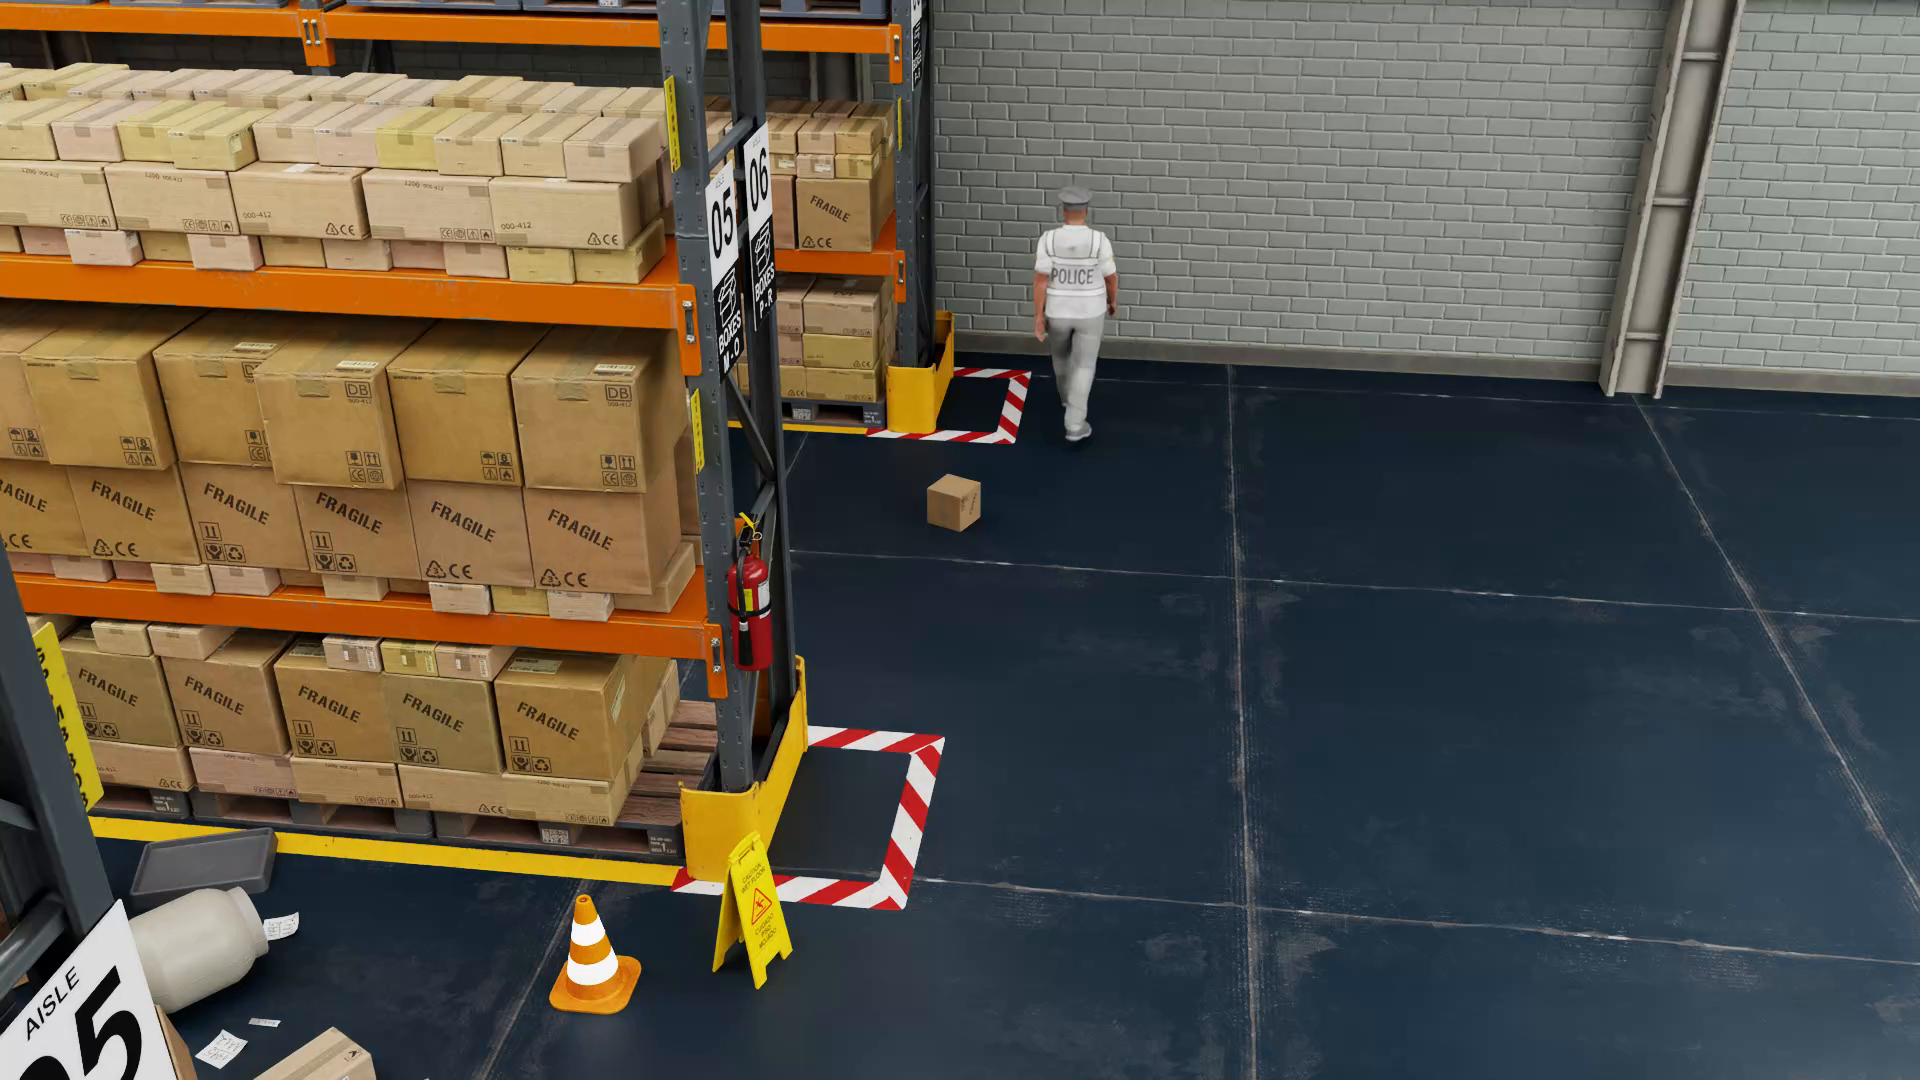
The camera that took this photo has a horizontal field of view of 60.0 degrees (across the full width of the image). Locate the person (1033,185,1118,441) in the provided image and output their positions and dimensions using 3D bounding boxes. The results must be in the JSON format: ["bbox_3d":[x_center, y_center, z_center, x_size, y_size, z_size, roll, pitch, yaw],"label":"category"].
[{"bbox_3d":[0.816,-1.629,11.624,0.554,1.704,0.981,7,29,13],"label":"person"}]
